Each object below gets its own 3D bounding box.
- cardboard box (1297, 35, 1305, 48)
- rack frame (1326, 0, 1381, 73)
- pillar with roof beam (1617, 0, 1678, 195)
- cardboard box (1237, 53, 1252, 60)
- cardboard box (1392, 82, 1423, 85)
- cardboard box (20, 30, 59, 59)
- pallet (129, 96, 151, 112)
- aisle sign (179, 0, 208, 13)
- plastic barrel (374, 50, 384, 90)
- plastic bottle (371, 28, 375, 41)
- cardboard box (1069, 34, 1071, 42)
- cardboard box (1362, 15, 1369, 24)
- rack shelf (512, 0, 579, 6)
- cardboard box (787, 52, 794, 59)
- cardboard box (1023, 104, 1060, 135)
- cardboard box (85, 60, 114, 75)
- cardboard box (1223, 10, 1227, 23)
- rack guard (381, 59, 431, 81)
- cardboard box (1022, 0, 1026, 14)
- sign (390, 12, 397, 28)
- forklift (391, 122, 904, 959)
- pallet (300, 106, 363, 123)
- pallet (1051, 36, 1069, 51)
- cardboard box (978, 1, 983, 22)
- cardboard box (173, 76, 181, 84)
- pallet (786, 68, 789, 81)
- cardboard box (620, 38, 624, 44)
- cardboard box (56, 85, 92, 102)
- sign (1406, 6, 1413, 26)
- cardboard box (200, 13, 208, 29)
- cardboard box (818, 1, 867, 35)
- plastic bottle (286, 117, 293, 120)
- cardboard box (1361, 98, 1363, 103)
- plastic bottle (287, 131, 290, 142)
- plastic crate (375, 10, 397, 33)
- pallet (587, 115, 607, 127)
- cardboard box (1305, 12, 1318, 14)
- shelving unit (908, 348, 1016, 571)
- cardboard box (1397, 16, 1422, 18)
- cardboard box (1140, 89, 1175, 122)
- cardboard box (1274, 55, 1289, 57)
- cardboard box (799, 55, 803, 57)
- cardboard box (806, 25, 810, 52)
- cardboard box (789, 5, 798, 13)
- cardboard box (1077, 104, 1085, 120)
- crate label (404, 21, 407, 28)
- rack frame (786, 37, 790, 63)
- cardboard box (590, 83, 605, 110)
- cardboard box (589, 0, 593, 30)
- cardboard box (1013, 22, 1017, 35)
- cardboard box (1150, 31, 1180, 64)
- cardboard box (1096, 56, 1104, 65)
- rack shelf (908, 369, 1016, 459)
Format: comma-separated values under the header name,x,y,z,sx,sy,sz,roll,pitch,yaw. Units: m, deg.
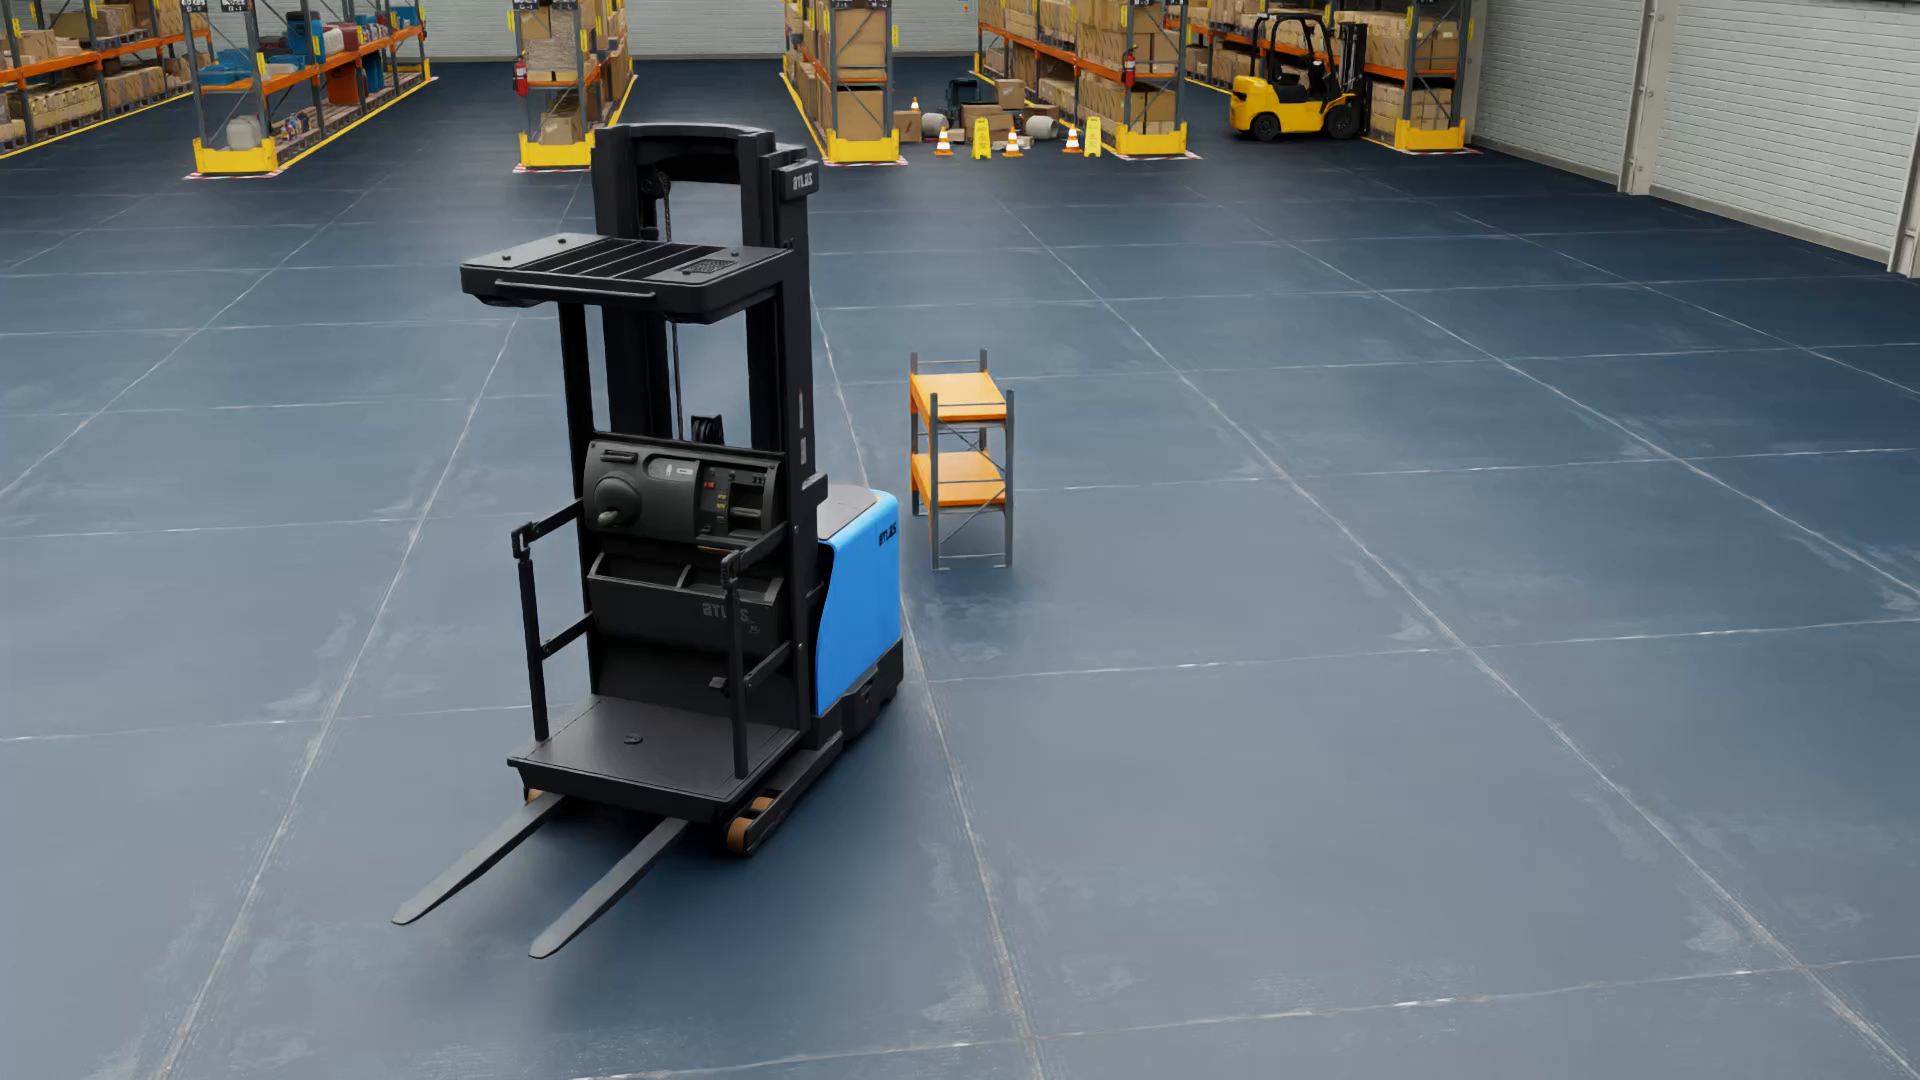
name,x,y,z,sx,sy,sz,roll,pitch,yaw
cardboard box,7.160,-10.091,33.661,0.500,0.250,0.500,-3,21,-7
rack frame,7.611,-9.653,32.273,1.000,3.000,0.127,-3,21,-8
pillar with roof beam,5.584,-9.070,22.139,9.100,9.000,0.400,-3,21,-8
cardboard box,6.564,-11.074,38.123,0.380,0.149,0.250,-3,21,-8
cardboard box,8.168,-8.167,30.197,0.500,0.250,0.500,-3,21,-8
cardboard box,-17.229,-9.255,31.064,0.500,0.500,0.500,-4,21,-11
pallet,-17.730,-9.163,34.949,1.003,0.211,1.213,-3,21,-8
aisle sign,-11.715,-8.444,25.323,0.394,0.787,0.004,-3,21,-8
plastic barrel,-13.100,-10.446,36.796,0.600,0.901,0.708,-3,21,-8
plastic bottle,-12.606,-10.815,35.563,0.152,0.276,0.135,-3,21,-8
cardboard box,2.332,-9.737,32.257,0.380,0.149,0.250,-4,21,-9
cardboard box,7.627,-9.575,30.571,0.380,0.149,0.250,-3,21,-8
rack shelf,-6.819,-9.277,28.008,1.077,0.370,4.000,-3,21,-8
cardboard box,-4.106,-12.029,41.261,0.380,0.149,0.250,-3,21,-8
cardboard box,1.508,-7.792,30.860,0.500,0.500,0.500,12,24,29
cardboard box,-18.018,-9.859,34.699,0.500,0.250,0.500,-3,21,-9
cardboard box,6.278,-12.056,38.300,0.396,0.266,0.258,-2,21,-5
rack guard,-13.754,-11.643,41.175,1.175,0.500,0.348,-3,21,-8
cardboard box,1.643,-11.817,36.495,0.500,0.500,0.500,-3,21,-8
sign,-12.617,-11.578,37.033,0.100,0.325,0.005,-3,21,-8
forklift,-1.289,-0.186,7.024,1.130,2.935,3.031,8,22,19
pallet,-12.511,-8.460,33.065,1.003,0.211,1.213,-3,21,-8
pallet,2.449,-10.013,33.512,1.003,0.211,1.213,-3,21,-8
cardboard box,0.755,-13.422,42.223,0.500,0.500,0.500,-3,21,-8
cardboard box,-18.045,-10.507,37.981,0.380,0.166,0.250,-3,21,-8
pallet,-3.821,-11.656,41.621,1.003,0.211,1.213,-3,21,-8
cardboard box,-8.406,-11.417,39.433,0.875,0.875,0.875,-3,21,-8
cardboard box,-17.086,-8.611,32.011,0.500,0.311,0.500,-3,21,-9
sign,7.649,-8.899,28.261,0.100,0.325,0.005,-3,21,-8
cardboard box,-18.306,-12.463,39.655,0.500,0.500,0.500,-2,21,-6
cardboard box,-2.029,-9.185,29.262,0.875,0.550,0.550,-3,21,-8
plastic bottle,-11.745,-7.291,29.213,0.152,0.276,0.135,-3,21,-8
cardboard box,7.583,-8.089,30.701,0.500,0.250,0.500,-3,21,-8
plastic bottle,-11.399,-6.841,28.116,0.097,0.201,0.097,0,20,0
plastic crate,-13.042,-11.801,37.848,0.402,0.464,0.583,-3,21,-8
pallet,-7.221,-7.864,31.471,1.003,0.211,1.213,-3,21,-8
cardboard box,7.118,-10.732,34.092,0.380,0.149,0.250,-3,21,-8
shelving unit,-0.001,-0.529,10.526,0.538,1.125,1.048,-3,21,-8
cardboard box,8.156,-9.422,30.160,0.380,0.149,0.250,-3,21,-7
cardboard box,3.430,-7.578,28.975,0.500,0.500,0.500,-4,21,-10
cardboard box,7.193,-10.838,37.491,0.380,0.149,0.250,-4,21,-10
cardboard box,-3.260,-10.453,36.317,0.500,0.250,0.500,-2,21,-6
cardboard box,-2.745,-9.856,32.675,0.500,0.500,0.500,-3,21,-8
cardboard box,-3.584,-11.724,36.728,0.380,0.149,0.250,-3,21,-8
cardboard box,2.517,-8.092,31.424,0.500,0.250,0.500,-4,21,-10
crate label,-13.349,-12.241,39.495,0.396,0.136,0.243,-3,21,-8
rack frame,-3.914,-13.271,41.962,1.000,3.000,0.127,-3,21,-8
cardboard box,-7.386,-8.703,32.674,0.700,0.500,0.500,-1,21,-3
cardboard box,-6.625,-9.068,28.710,0.500,0.500,0.500,-3,21,-8
cardboard box,1.483,-11.578,37.642,0.500,0.250,0.500,-3,21,-8
cardboard box,3.482,-8.380,28.299,0.500,0.500,0.500,-3,21,-9
cardboard box,2.667,-8.629,29.891,0.380,0.149,0.250,-3,21,-8
rack shelf,-0.001,-0.803,10.423,0.538,0.278,1.000,-3,21,-8
